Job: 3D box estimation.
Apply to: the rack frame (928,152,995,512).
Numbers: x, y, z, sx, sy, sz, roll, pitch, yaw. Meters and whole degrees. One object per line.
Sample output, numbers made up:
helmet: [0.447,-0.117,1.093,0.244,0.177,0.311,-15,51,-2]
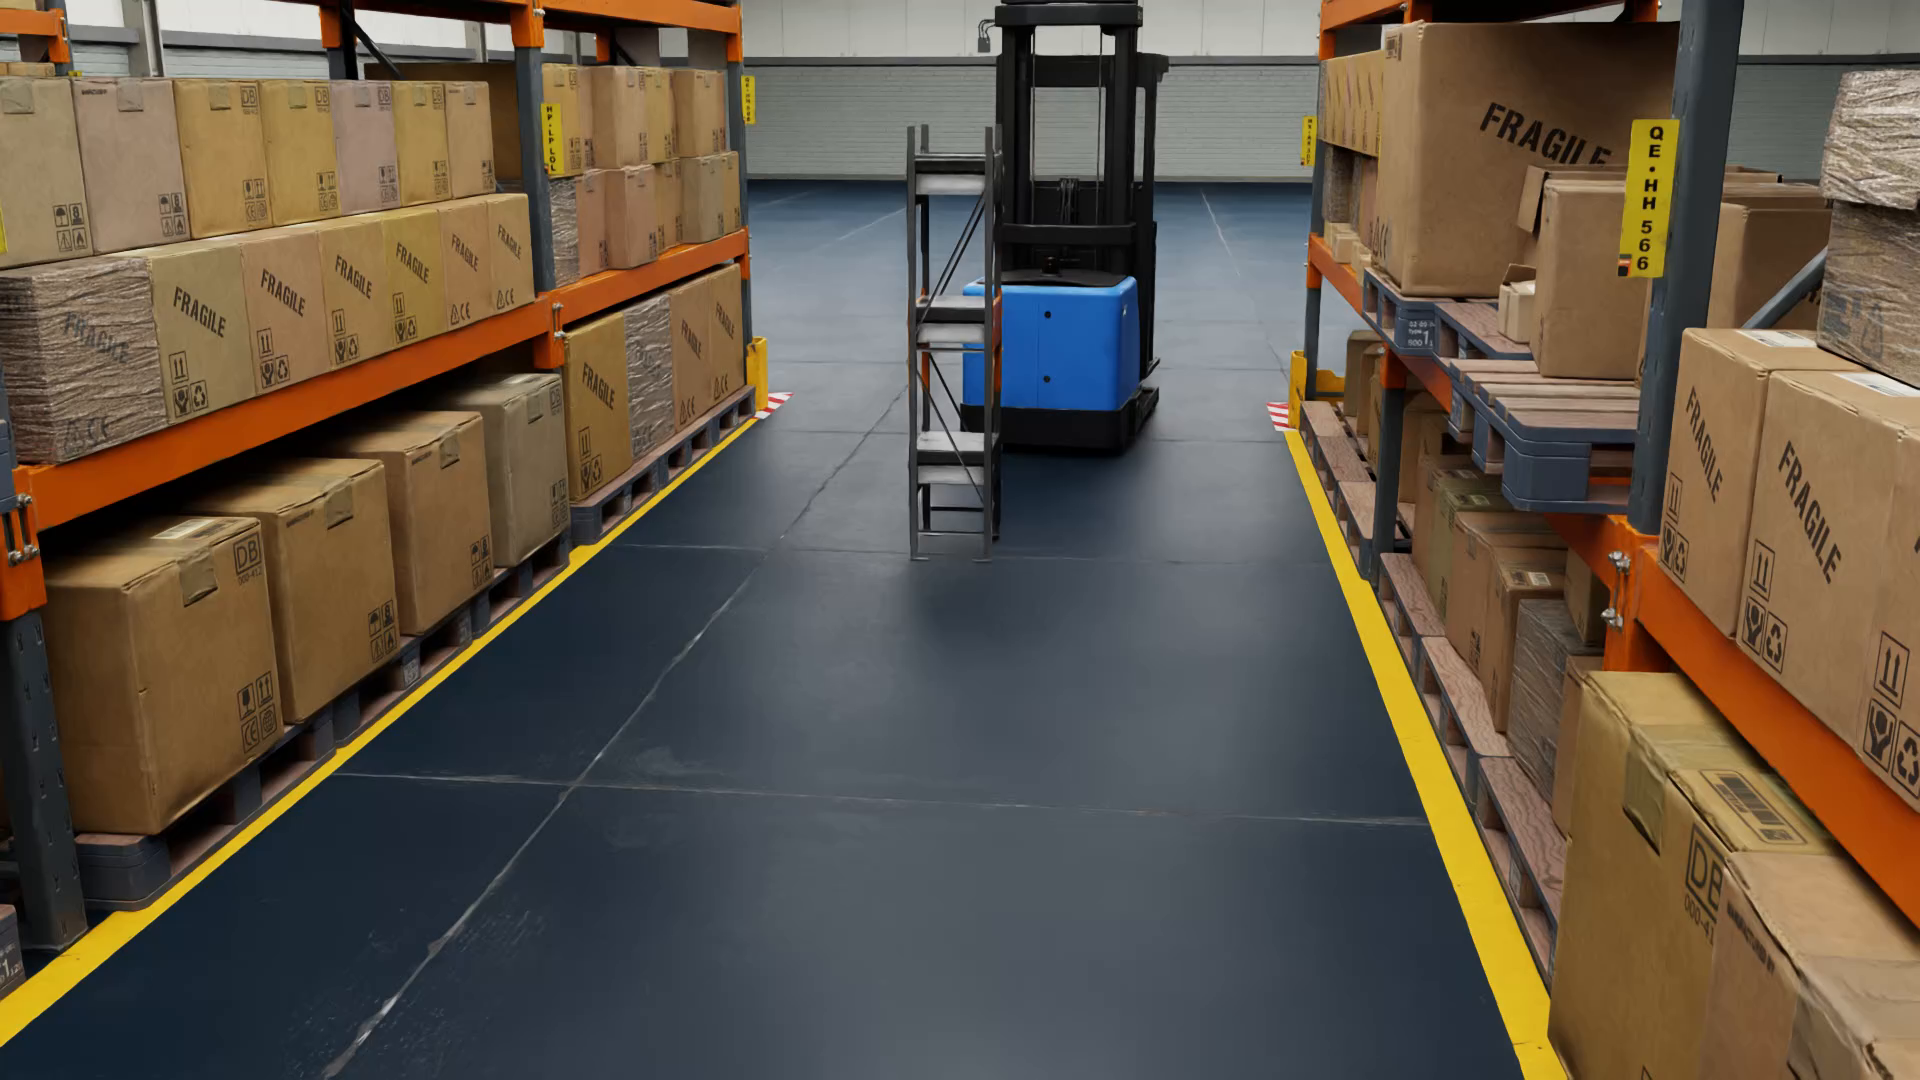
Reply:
rack frame: [0.008,-1.034,8.463,0.380,1.831,0.006,2,15,6]

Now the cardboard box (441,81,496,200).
cardboard box: [-2.524,-1.795,7.445,0.700,0.500,0.500,1,15,5]

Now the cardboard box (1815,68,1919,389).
cardboard box: [1.894,-0.526,2.748,0.797,0.503,0.637,2,15,8]

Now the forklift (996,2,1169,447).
forklift: [0.846,-2.336,11.688,1.121,2.935,3.031,4,16,13]

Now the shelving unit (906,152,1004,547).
shelving unit: [-5.811,-2.638,8.370,12.070,5.092,0.667,2,15,6]

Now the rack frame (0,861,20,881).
rack frame: [-2.921,-0.355,4.229,0.949,2.616,0.053,2,15,6]

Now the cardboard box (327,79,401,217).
cardboard box: [-2.637,-1.530,6.467,0.700,0.500,0.500,2,15,7]

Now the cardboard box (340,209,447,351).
cardboard box: [-2.381,-1.036,6.554,0.500,0.500,0.500,2,15,7]

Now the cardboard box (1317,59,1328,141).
cardboard box: [2.562,-2.798,10.585,0.500,0.500,0.500,2,15,6]

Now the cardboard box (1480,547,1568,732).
cardboard box: [2.155,0.346,5.584,0.700,0.500,0.500,3,15,11]

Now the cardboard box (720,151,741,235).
cardboard box: [-2.019,-2.405,11.522,0.875,0.550,0.550,2,15,6]

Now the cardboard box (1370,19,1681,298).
cardboard box: [2.215,-1.511,6.549,1.000,1.000,1.000,2,15,7]

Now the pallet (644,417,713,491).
pallet: [-2.175,-0.559,10.324,1.003,0.211,1.213,2,15,6]

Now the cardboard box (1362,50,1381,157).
cardboard box: [2.276,-2.149,8.188,0.500,0.500,0.500,2,15,6]

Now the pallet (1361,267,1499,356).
pallet: [2.213,-0.934,6.736,1.003,0.211,1.213,2,15,6]

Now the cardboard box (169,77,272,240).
cardboard box: [-2.753,-1.267,5.493,0.700,0.500,0.500,1,15,5]

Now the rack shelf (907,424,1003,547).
rack shelf: [-0.019,-0.282,8.415,0.431,0.518,0.480,2,15,6]

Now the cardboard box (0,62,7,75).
cardboard box: [-6.857,-2.954,11.164,0.700,0.500,0.500,2,15,7]

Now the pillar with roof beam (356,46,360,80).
pillar with roof beam: [-6.550,-9.979,28.325,9.100,9.000,0.400,2,15,6]

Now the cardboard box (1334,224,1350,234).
cardboard box: [2.528,-1.875,10.333,0.380,0.149,0.250,2,15,6]

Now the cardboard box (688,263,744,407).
cardboard box: [-2.033,-1.429,11.467,0.875,0.875,0.875,2,15,7]

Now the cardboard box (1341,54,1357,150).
cardboard box: [2.393,-2.409,9.146,0.500,0.500,0.500,2,15,6]

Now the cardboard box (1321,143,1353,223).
cardboard box: [2.806,-2.308,10.689,0.875,0.500,0.500,2,15,6]

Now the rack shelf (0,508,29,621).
rack shelf: [-3.150,0.511,2.405,1.077,0.370,4.000,2,15,6]

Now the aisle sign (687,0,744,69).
aisle sign: [-1.716,-3.695,11.598,0.394,0.787,0.004,2,15,6]

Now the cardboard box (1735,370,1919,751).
cardboard box: [1.868,0.028,2.622,1.016,0.500,0.509,1,15,5]

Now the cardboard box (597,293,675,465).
cardboard box: [-2.235,-0.965,9.749,0.875,0.875,0.875,2,15,7]

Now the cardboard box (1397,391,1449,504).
cardboard box: [2.816,-1.637,9.621,1.144,2.239,2.984,7,17,24]

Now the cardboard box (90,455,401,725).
cardboard box: [-2.671,0.146,5.881,1.050,0.750,0.750,2,15,7]

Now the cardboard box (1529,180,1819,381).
cardboard box: [1.977,-0.723,4.593,0.700,0.500,0.500,4,16,15]

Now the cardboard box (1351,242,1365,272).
cardboard box: [2.360,-1.552,9.137,0.380,0.149,0.250,2,15,6]

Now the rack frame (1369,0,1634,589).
rack frame: [2.444,-1.220,7.429,1.000,3.000,0.127,2,15,6]

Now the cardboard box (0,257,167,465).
cardboard box: [-2.606,-0.512,4.617,0.500,0.500,0.500,2,15,7]

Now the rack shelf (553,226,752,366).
rack shelf: [-2.248,-1.564,10.078,1.077,0.370,4.000,2,15,6]

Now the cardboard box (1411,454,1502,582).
cardboard box: [2.353,-0.067,7.111,0.700,0.500,0.500,1,15,2]

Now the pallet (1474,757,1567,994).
pallet: [2.082,0.961,4.705,1.003,0.211,1.213,2,15,6]

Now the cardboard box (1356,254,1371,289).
cardboard box: [2.219,-1.359,8.424,0.380,0.149,0.250,2,15,6]

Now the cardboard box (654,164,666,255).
cardboard box: [-2.266,-1.981,9.956,0.875,0.550,0.500,2,15,6]

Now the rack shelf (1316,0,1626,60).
rack shelf: [2.669,-2.840,9.049,1.077,0.370,4.000,2,15,6]

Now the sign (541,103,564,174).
sign: [-1.933,-1.900,7.875,0.100,0.325,0.005,2,15,6]

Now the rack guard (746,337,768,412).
rack guard: [-2.019,-1.230,12.252,1.175,0.500,0.348,2,15,6]

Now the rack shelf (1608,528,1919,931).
rack shelf: [1.766,0.683,1.768,1.077,0.370,4.000,2,15,6]

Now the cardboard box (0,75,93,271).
cardboard box: [-2.864,-1.002,4.515,0.700,0.500,0.500,2,15,6]

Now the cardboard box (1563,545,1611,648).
cardboard box: [2.088,0.137,4.919,0.500,0.250,0.500,3,16,13]

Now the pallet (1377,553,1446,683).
pallet: [2.357,0.328,7.046,1.003,0.211,1.213,2,15,6]

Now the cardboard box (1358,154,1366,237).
cardboard box: [2.681,-1.798,9.090,0.875,0.649,0.860,2,15,6]

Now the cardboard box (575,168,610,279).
cardboard box: [-2.404,-1.704,8.931,0.875,0.550,0.550,2,15,6]

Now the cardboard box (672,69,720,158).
cardboard box: [-2.073,-2.783,10.853,0.875,0.550,0.550,2,15,6]

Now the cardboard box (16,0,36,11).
cardboard box: [-6.714,-3.776,11.613,0.380,0.149,0.250,2,15,7]

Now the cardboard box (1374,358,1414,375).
cardboard box: [2.685,-0.775,9.764,0.500,0.500,0.500,3,15,11]

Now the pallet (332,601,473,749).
pallet: [-2.621,0.473,6.508,1.003,0.211,1.213,2,15,6]

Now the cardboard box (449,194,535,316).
cardboard box: [-2.267,-1.298,7.523,0.500,0.500,0.500,2,15,6]

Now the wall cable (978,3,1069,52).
wall cable: [1.604,-15.301,41.493,2.305,6.003,0.169,2,15,6]
